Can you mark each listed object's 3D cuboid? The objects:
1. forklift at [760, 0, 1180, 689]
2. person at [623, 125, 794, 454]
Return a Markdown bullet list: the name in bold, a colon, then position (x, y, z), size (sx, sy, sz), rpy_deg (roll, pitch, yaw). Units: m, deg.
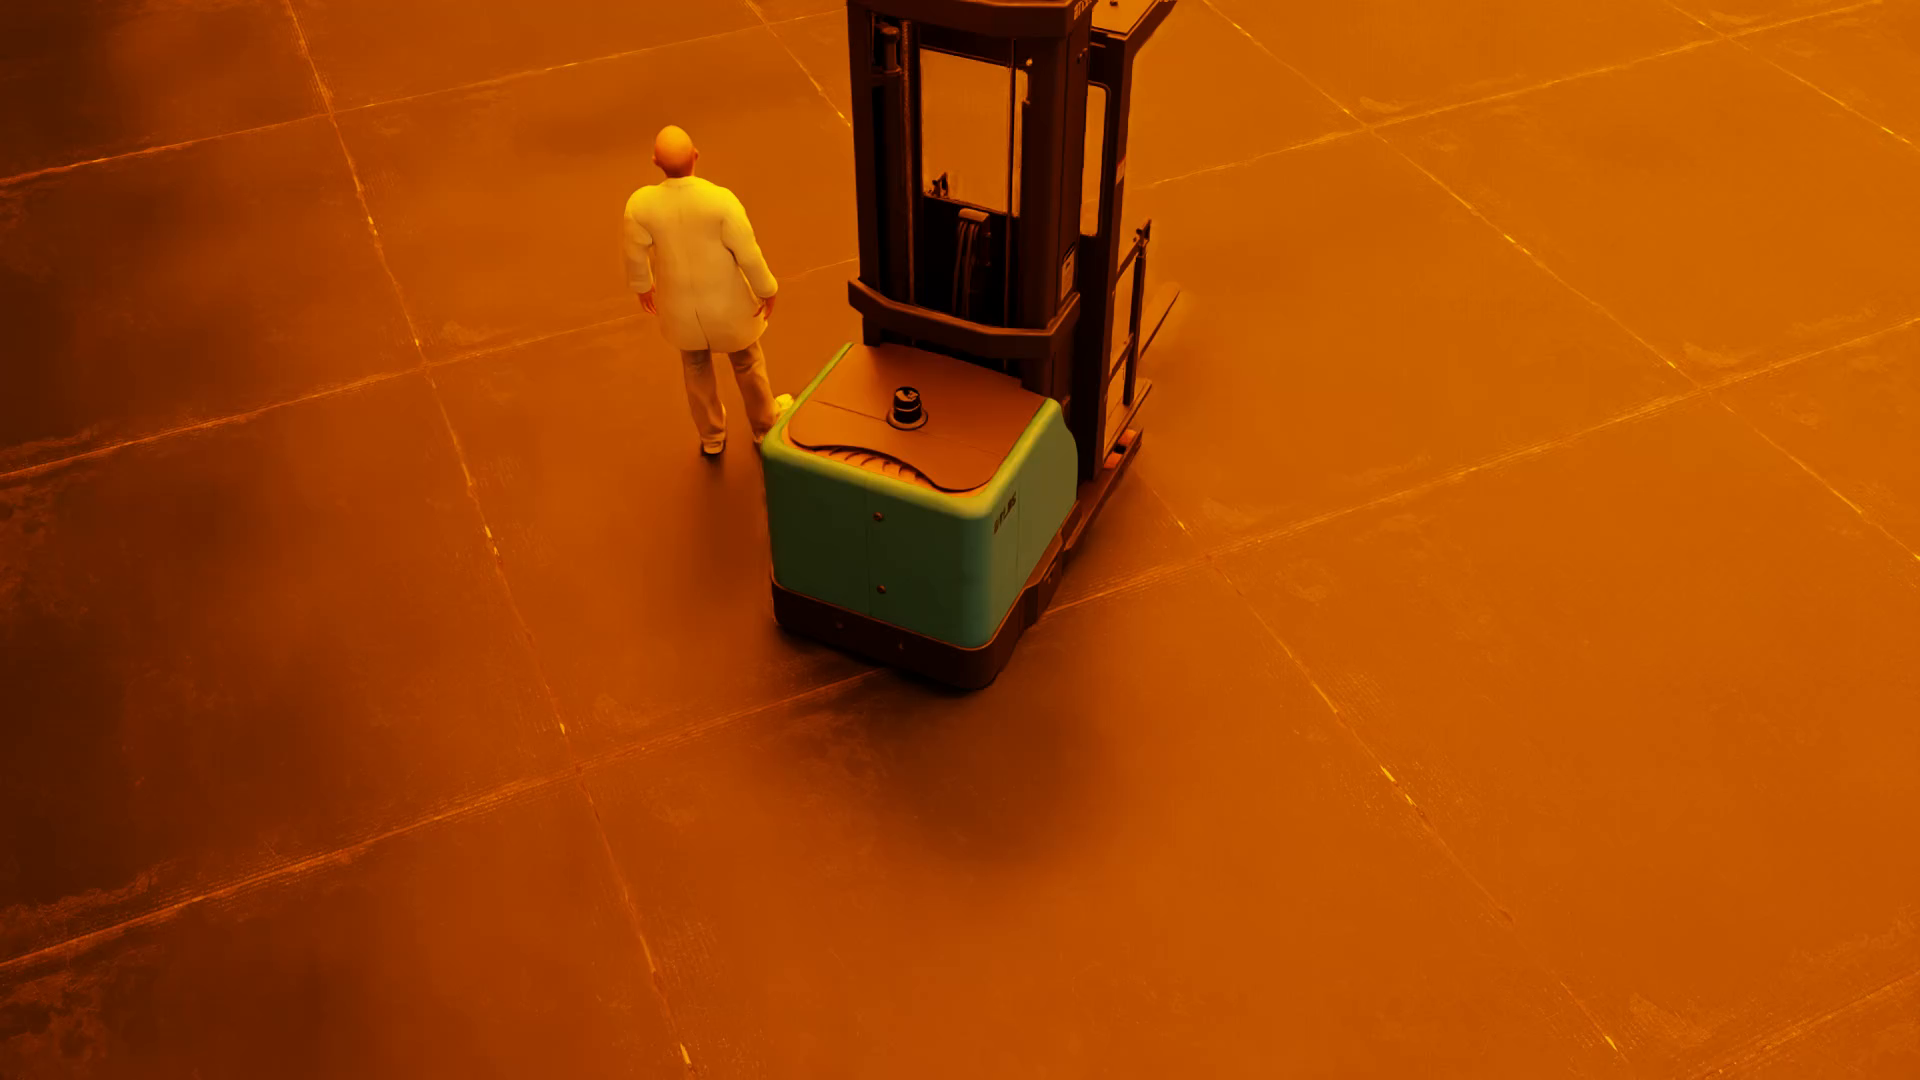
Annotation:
- **forklift**: position (0.252, -1.451, 7.235), size (1.130, 2.935, 3.031), rpy_deg (17, 46, 18)
- **person**: position (-1.185, -1.193, 7.800), size (0.707, 1.781, 0.551), rpy_deg (4, 43, 4)
